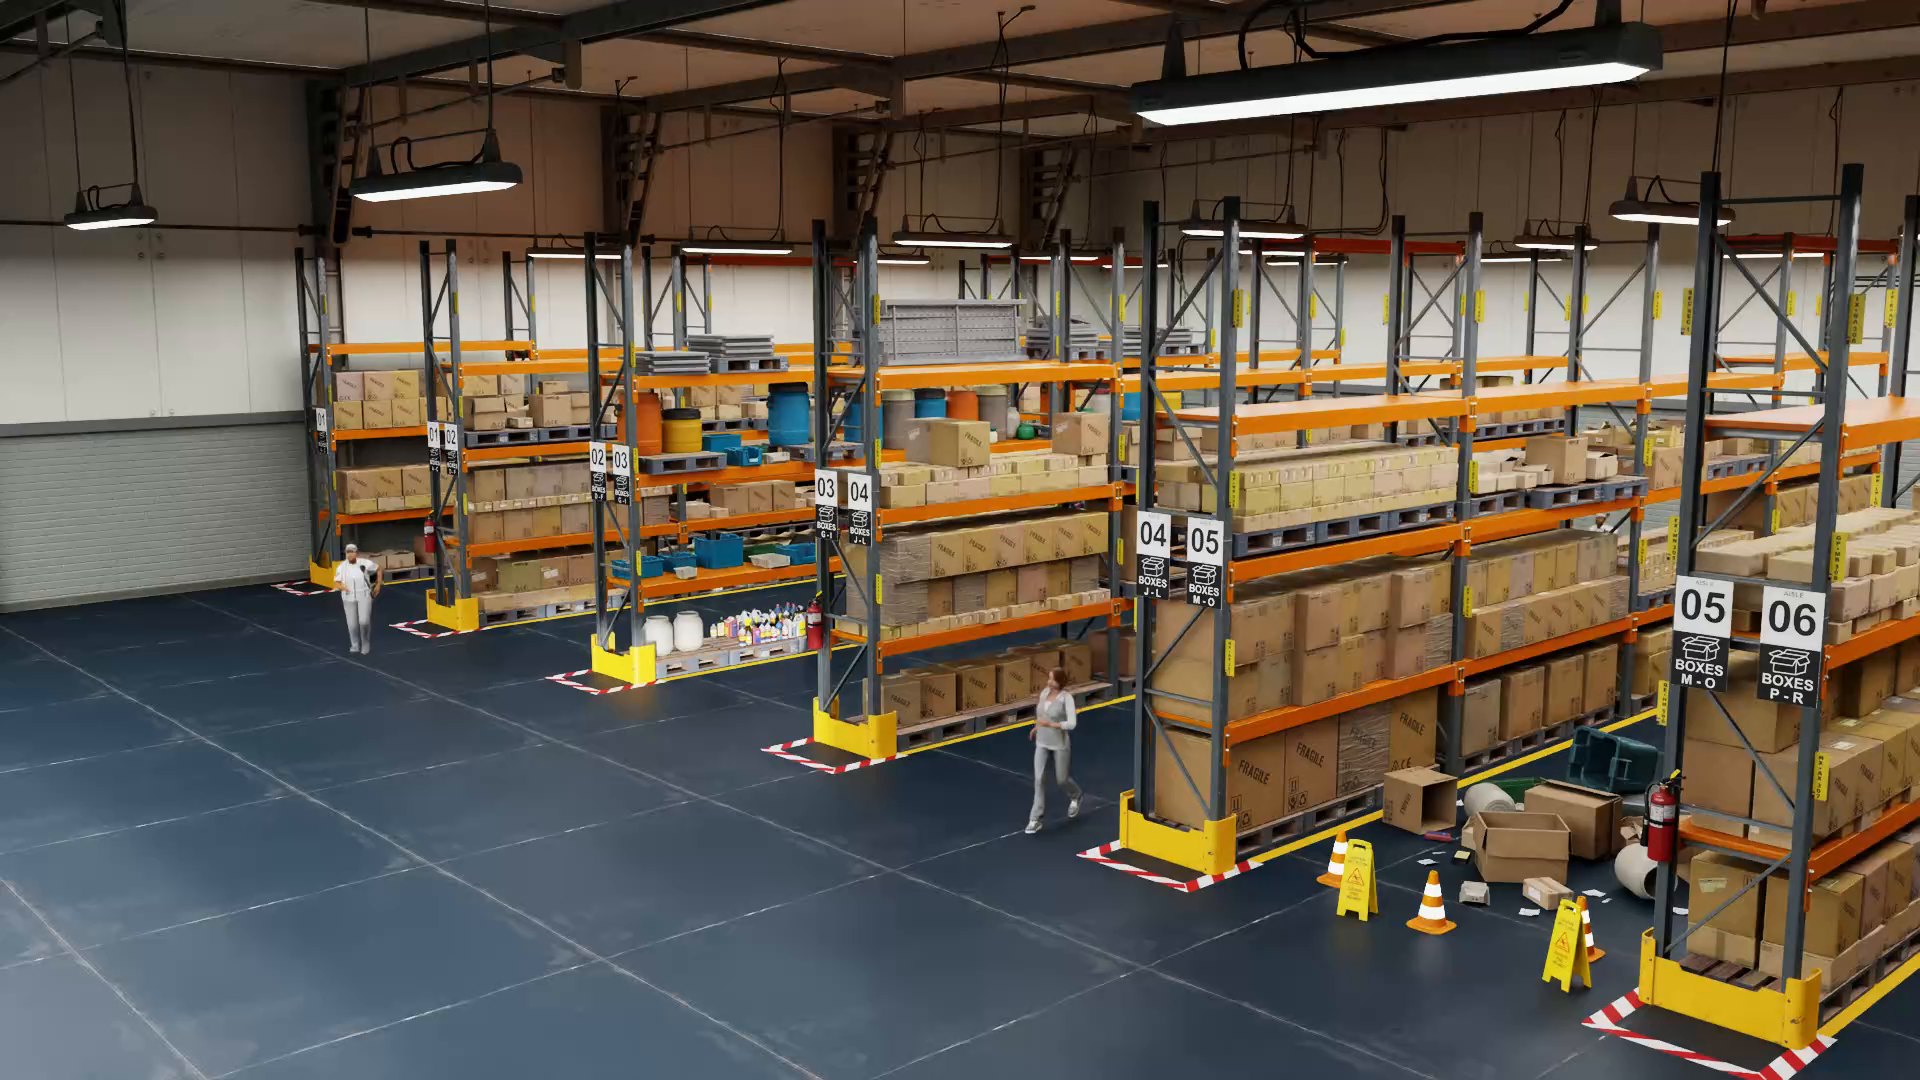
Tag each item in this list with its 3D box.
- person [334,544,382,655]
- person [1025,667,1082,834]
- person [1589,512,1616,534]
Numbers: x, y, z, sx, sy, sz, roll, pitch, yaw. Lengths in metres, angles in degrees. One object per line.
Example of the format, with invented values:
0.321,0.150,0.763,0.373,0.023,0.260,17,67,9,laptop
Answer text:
-8.643,0.849,23.888,0.619,1.621,0.808,-1,9,-10,person
0.891,2.005,16.141,0.544,1.563,0.878,6,10,34,person
10.572,0.324,27.509,0.585,1.675,0.628,7,11,39,person
